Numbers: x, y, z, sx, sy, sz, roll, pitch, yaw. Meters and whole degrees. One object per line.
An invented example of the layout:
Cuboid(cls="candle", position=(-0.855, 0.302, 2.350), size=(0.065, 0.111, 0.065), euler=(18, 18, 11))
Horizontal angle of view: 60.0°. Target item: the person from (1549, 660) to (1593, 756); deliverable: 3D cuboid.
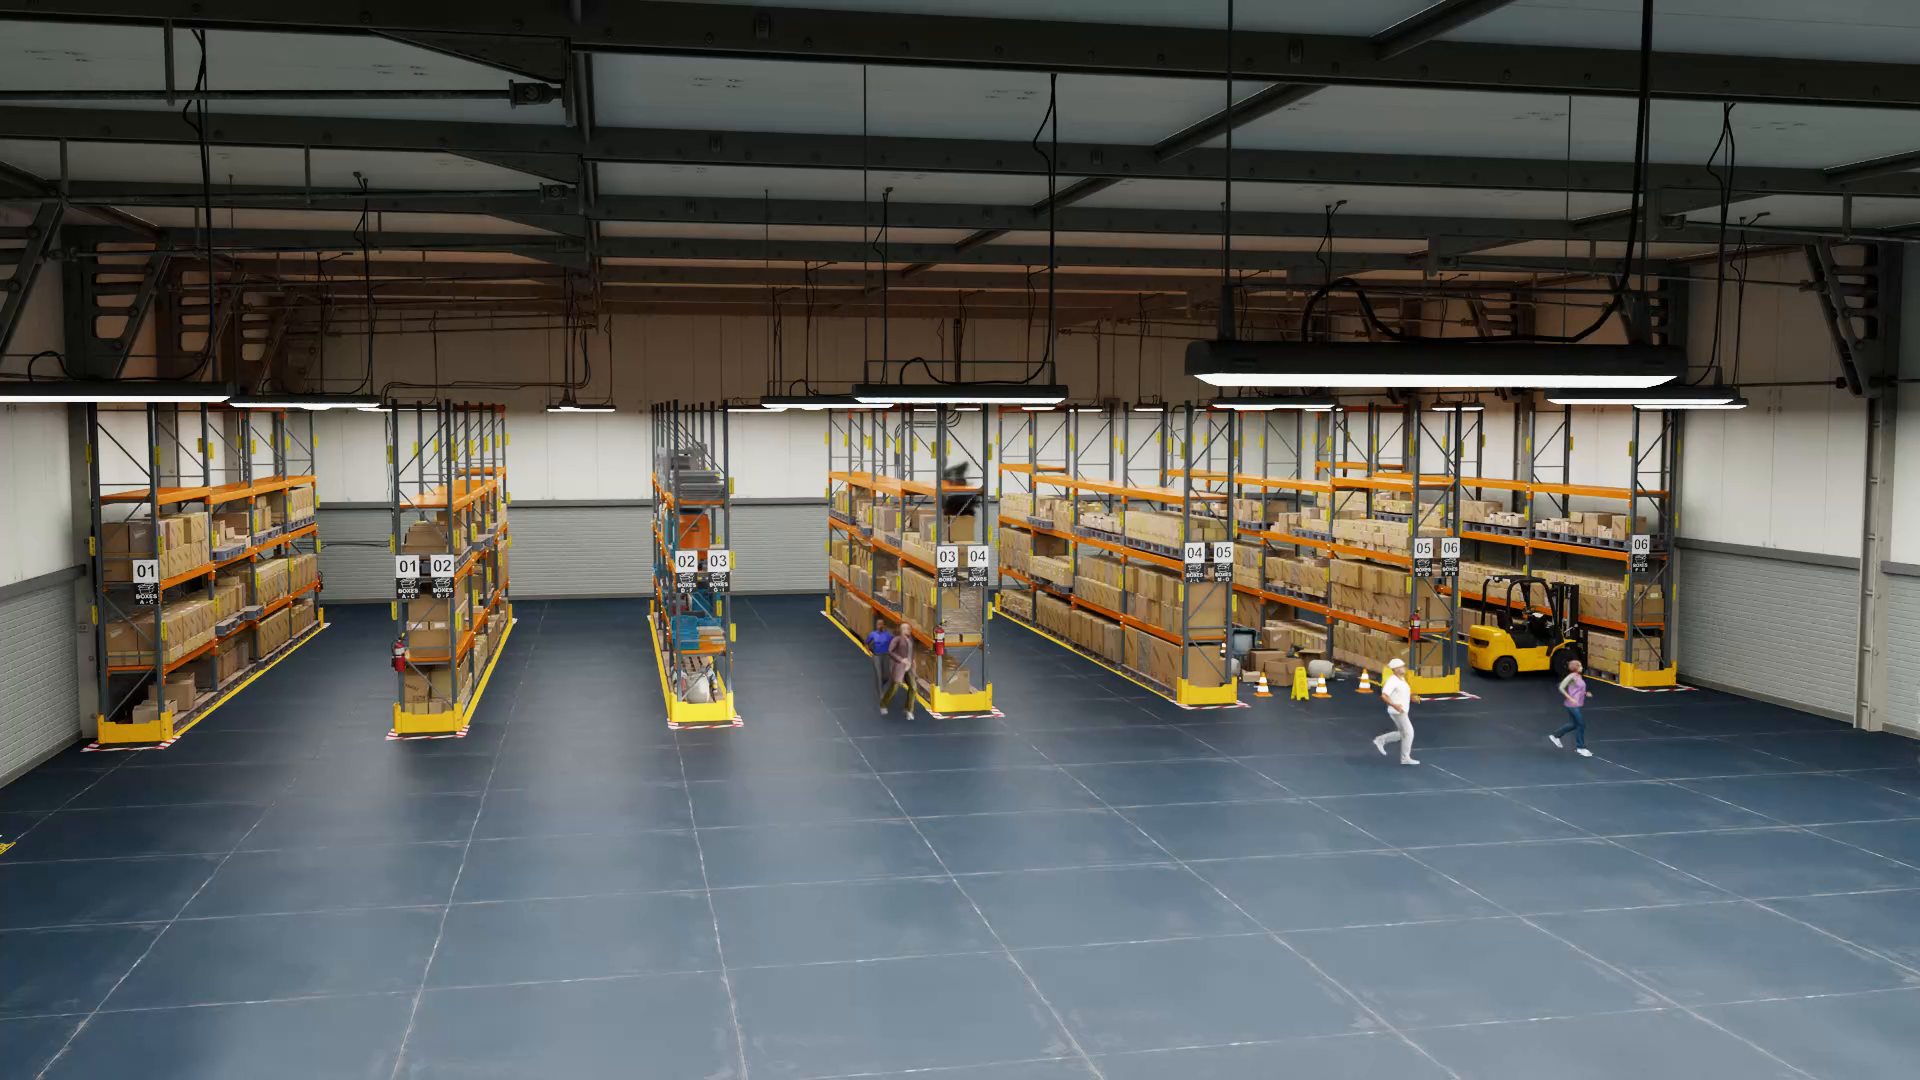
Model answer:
Cuboid(cls="person", position=(10.324, 2.813, 28.050), size=(0.739, 1.606, 0.539), euler=(3, 5, 36))

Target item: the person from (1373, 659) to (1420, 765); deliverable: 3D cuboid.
Cuboid(cls="person", position=(7.155, 2.807, 27.255), size=(0.795, 1.729, 0.711), euler=(2, 5, 29))

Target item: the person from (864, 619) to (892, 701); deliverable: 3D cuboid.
Cuboid(cls="person", position=(-1.611, 2.395, 33.343), size=(0.570, 1.623, 0.815), euler=(-1, 4, -17))

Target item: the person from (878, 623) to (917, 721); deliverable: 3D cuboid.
Cuboid(cls="person", position=(-1.070, 2.477, 31.527), size=(0.764, 1.805, 0.885), euler=(-4, 6, -43))
